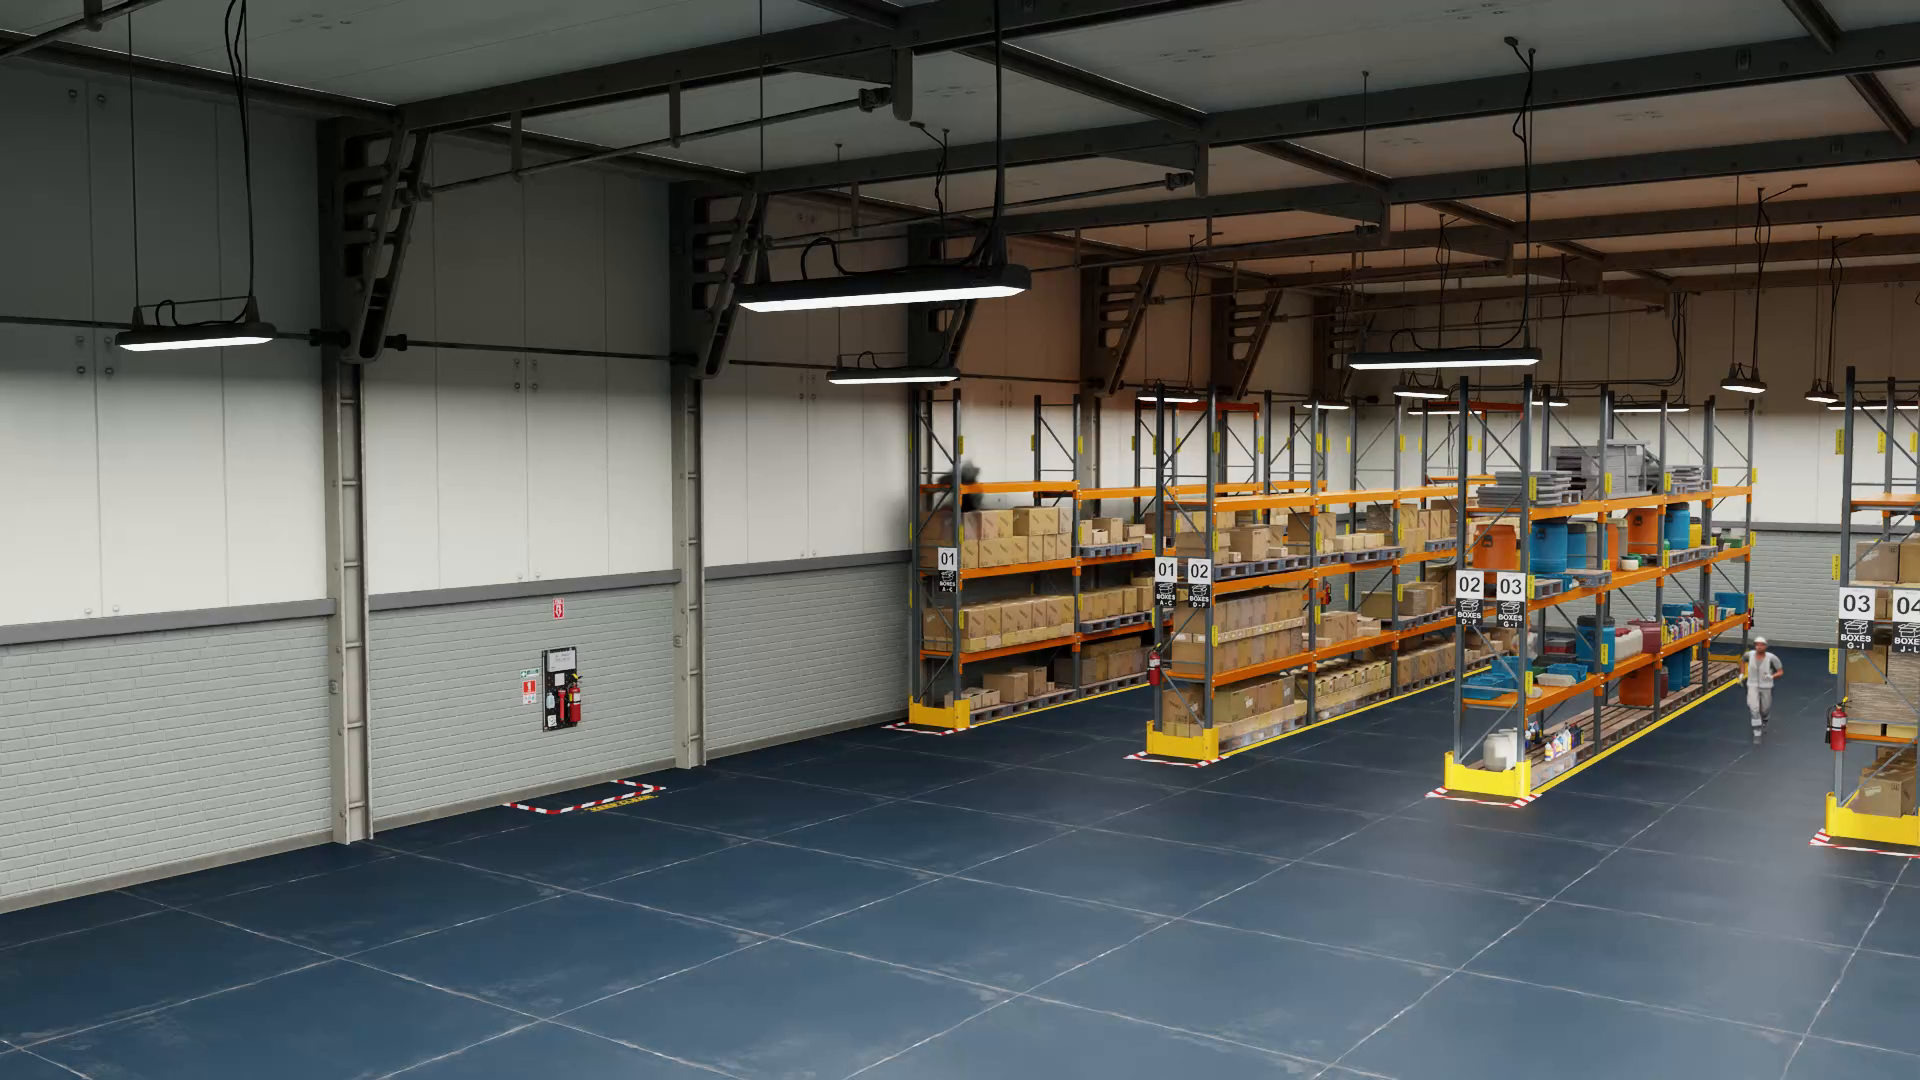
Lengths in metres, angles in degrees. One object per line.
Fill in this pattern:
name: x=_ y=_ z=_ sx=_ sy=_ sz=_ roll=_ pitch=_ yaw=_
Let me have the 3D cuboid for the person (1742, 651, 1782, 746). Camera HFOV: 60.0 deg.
person: x=13.484 y=2.623 z=28.003 sx=0.635 sy=1.564 sz=1.017 roll=2 pitch=4 yaw=33

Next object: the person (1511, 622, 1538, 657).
person: x=10.777 y=2.354 z=31.675 sx=0.518 sy=1.696 sz=0.878 roll=2 pitch=4 yaw=35
